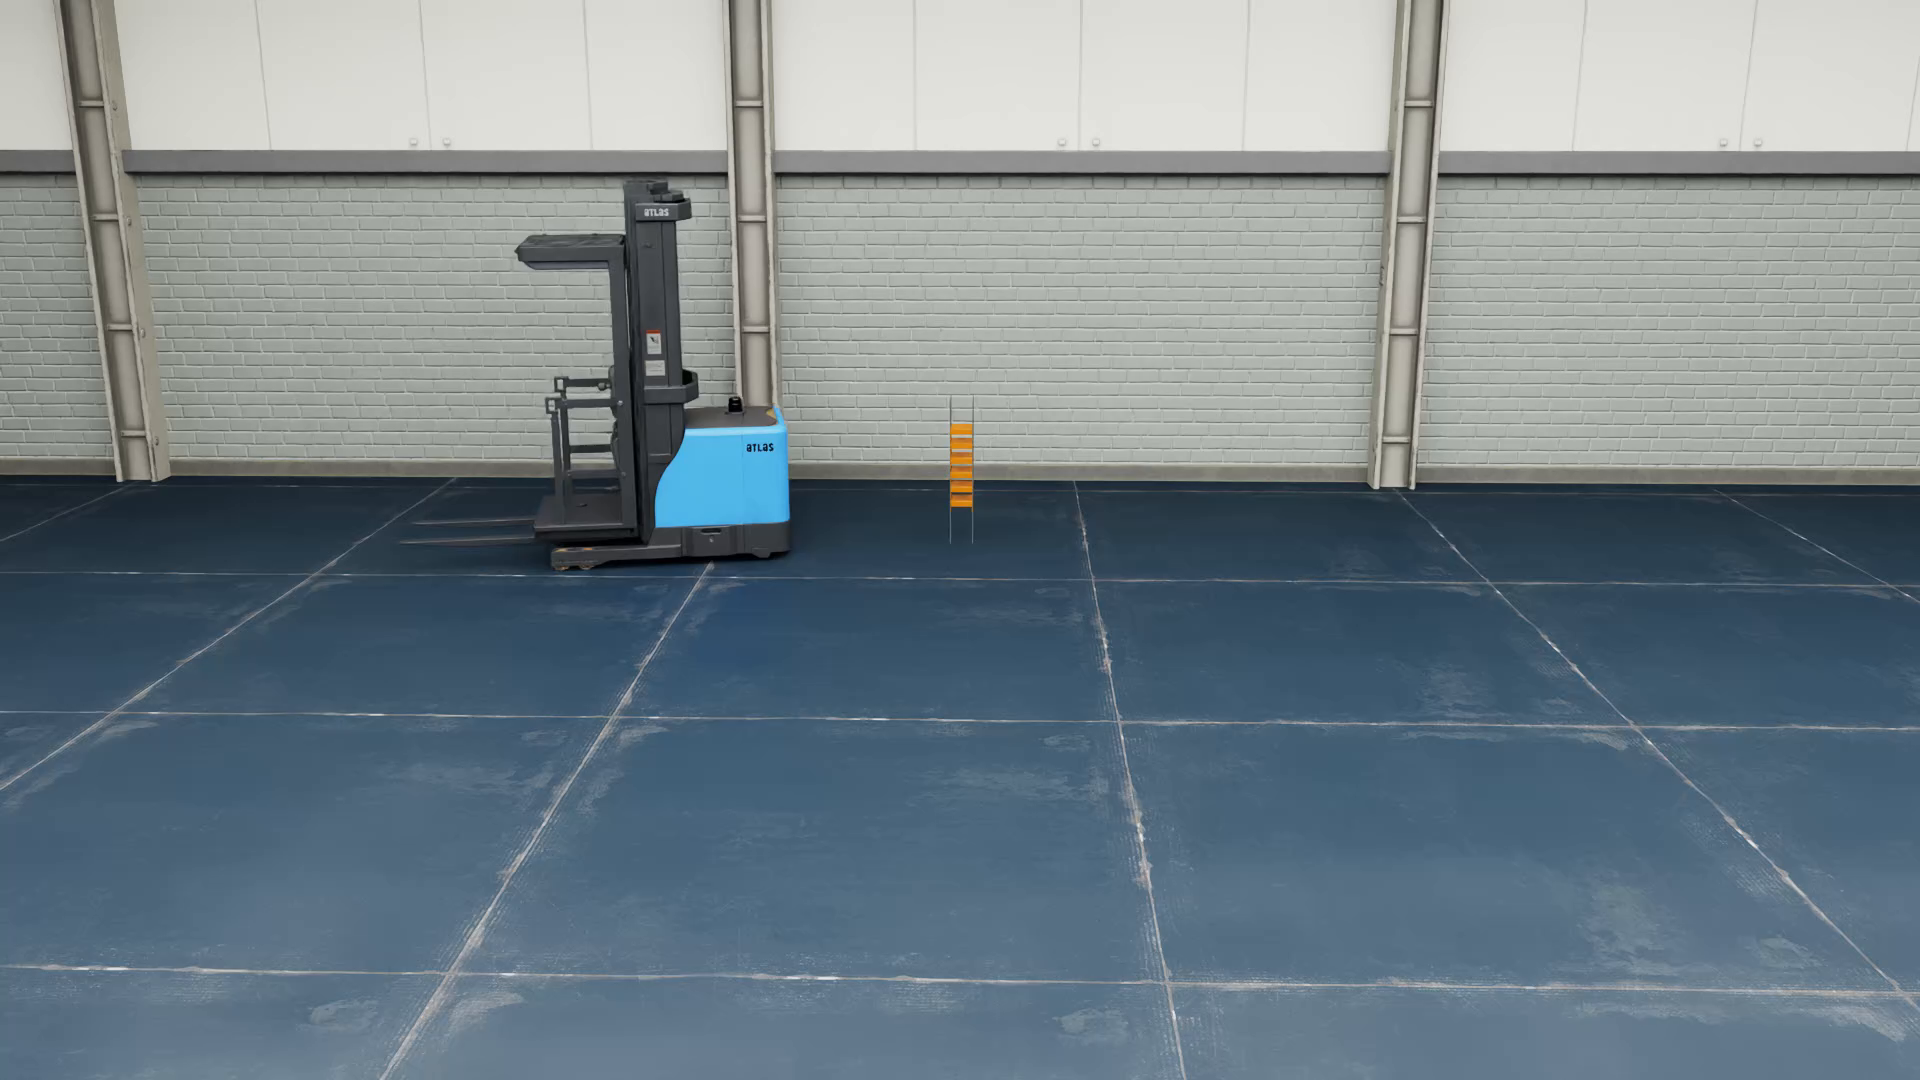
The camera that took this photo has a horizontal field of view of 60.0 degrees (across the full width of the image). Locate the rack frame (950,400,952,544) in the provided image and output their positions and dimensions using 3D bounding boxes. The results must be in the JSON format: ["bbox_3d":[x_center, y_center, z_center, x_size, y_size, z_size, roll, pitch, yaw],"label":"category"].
[{"bbox_3d":[-0.077,-0.581,13.689,0.006,1.200,0.240,0,15,1],"label":"rack frame"}]

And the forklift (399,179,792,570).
[{"bbox_3d":[-2.908,-1.325,13.117,3.031,2.935,1.130,-2,15,-9],"label":"forklift"}]

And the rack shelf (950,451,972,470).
[{"bbox_3d":[0.014,-0.653,13.667,0.180,0.103,0.258,0,15,1],"label":"rack shelf"}]

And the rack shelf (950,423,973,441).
[{"bbox_3d":[0.014,-0.885,13.606,0.180,0.103,0.258,0,15,1],"label":"rack shelf"}]

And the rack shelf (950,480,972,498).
[{"bbox_3d":[0.014,-0.421,13.729,0.180,0.103,0.258,0,15,1],"label":"rack shelf"}]

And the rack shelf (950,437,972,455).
[{"bbox_3d":[0.014,-0.769,13.637,0.180,0.103,0.258,0,15,1],"label":"rack shelf"}]

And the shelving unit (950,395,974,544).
[{"bbox_3d":[0.014,-0.580,13.687,0.189,1.200,0.258,0,15,1],"label":"shelving unit"}]

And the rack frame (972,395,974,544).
[{"bbox_3d":[0.106,-0.579,13.684,0.006,1.200,0.240,0,15,1],"label":"rack frame"}]

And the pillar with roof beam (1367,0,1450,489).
[{"bbox_3d":[3.986,-3.775,10.507,0.400,9.000,9.100,0,15,1],"label":"pillar with roof beam"}]

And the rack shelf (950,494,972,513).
[{"bbox_3d":[0.014,-0.305,13.759,0.180,0.103,0.258,0,15,1],"label":"rack shelf"}]

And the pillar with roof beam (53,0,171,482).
[{"bbox_3d":[-8.010,-3.853,10.803,0.400,9.000,9.100,0,15,1],"label":"pillar with roof beam"}]

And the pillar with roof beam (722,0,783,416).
[{"bbox_3d":[-2.012,-3.814,10.655,0.400,9.000,9.100,0,15,1],"label":"pillar with roof beam"}]

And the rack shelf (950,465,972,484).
[{"bbox_3d":[0.014,-0.537,13.698,0.180,0.103,0.258,0,15,1],"label":"rack shelf"}]
